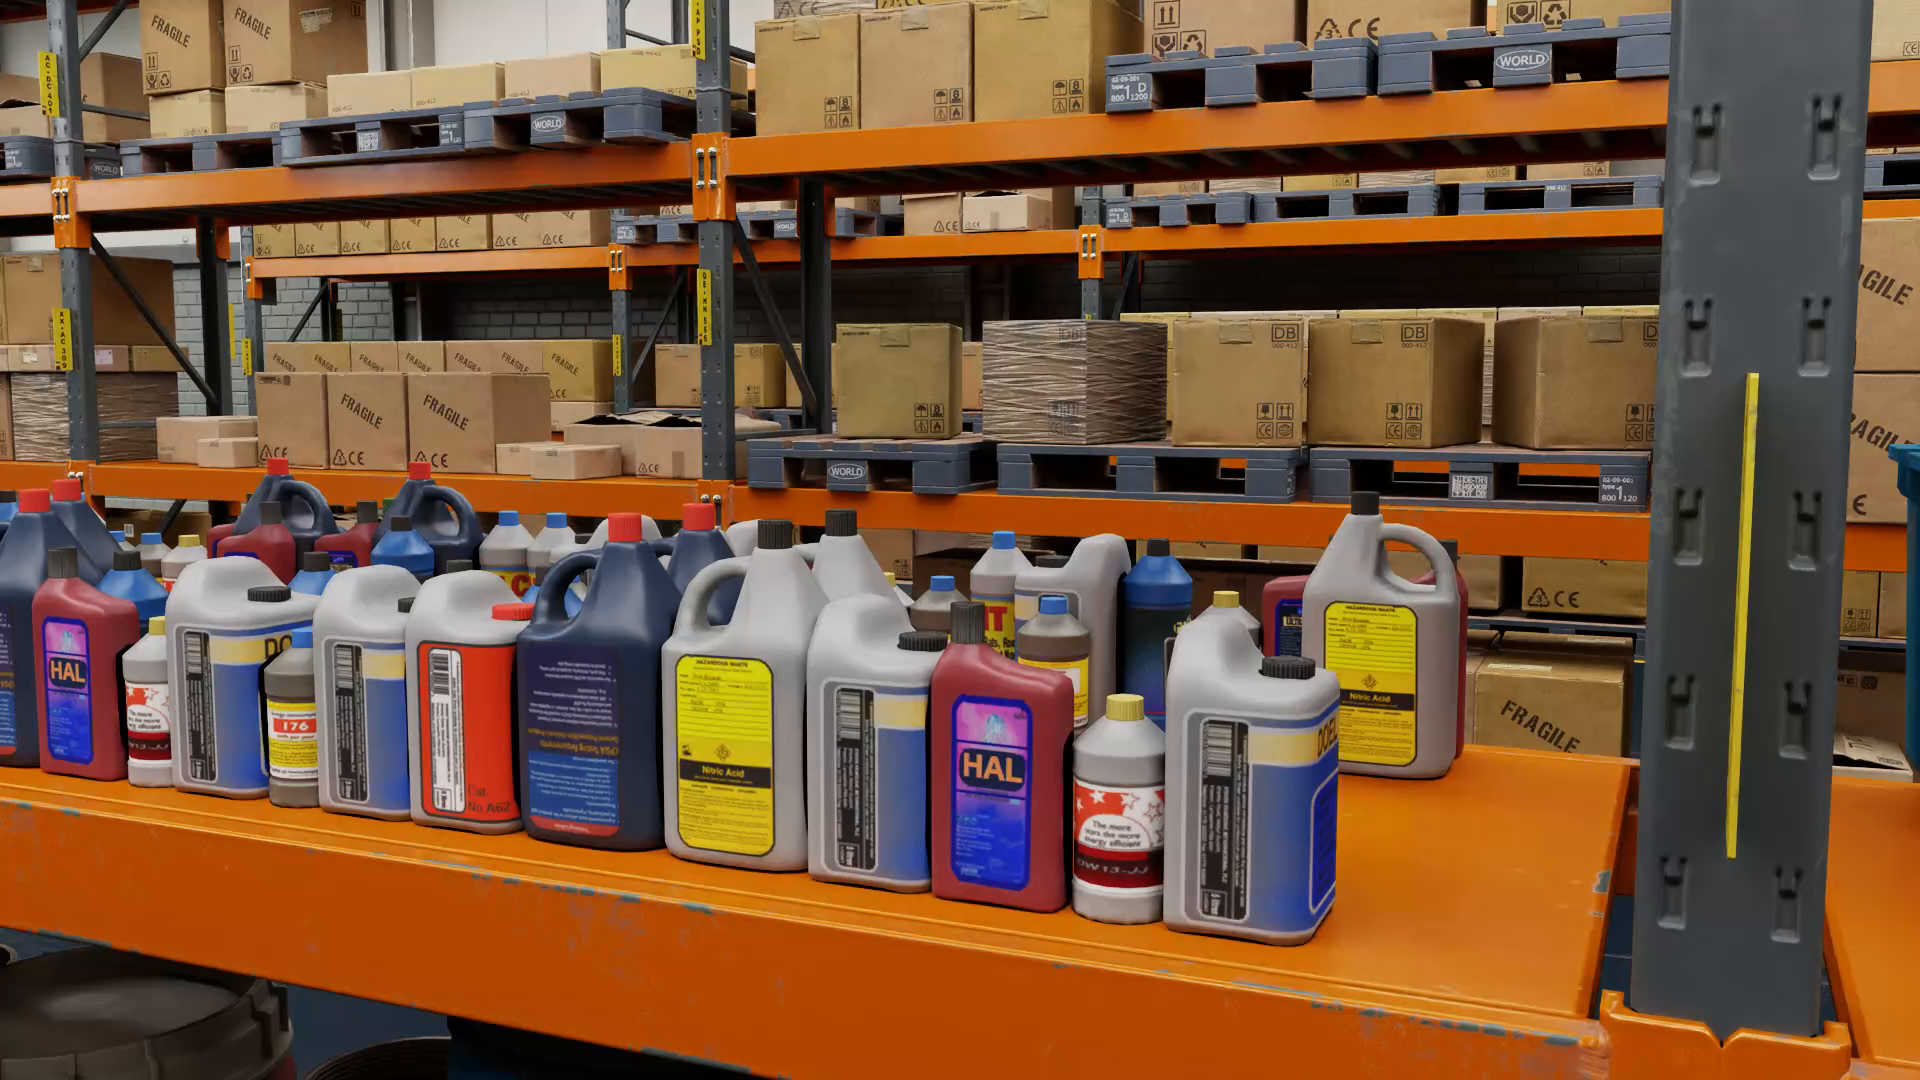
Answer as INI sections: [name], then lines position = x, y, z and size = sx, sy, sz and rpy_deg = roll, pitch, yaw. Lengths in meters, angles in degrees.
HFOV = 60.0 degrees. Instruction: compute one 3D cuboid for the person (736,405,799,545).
[person]
position = -1.222, -0.003, 9.859
size = 0.547, 1.590, 0.565
rpy_deg = -1, 6, -13
